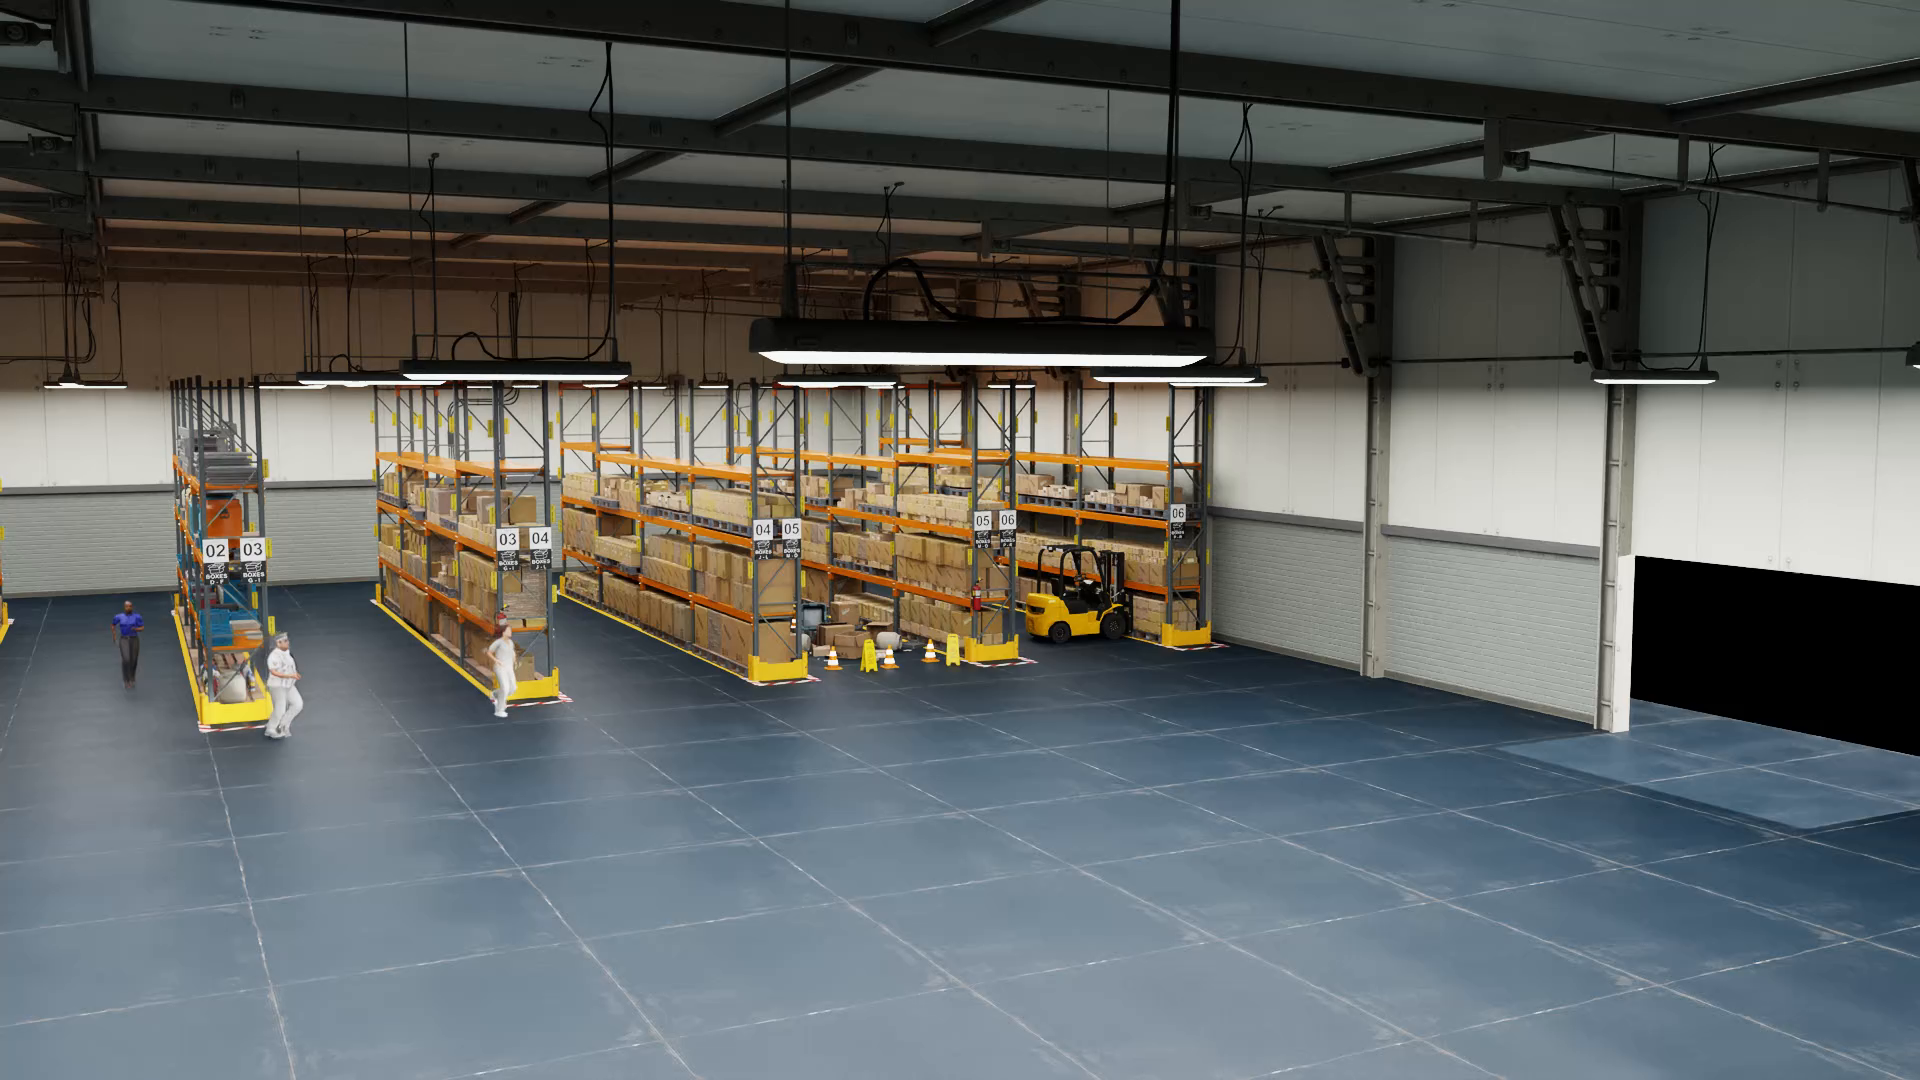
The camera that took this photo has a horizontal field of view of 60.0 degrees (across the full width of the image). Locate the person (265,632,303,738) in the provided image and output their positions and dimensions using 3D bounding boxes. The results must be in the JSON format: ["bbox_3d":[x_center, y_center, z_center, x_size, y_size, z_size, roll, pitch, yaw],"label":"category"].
[{"bbox_3d":[-11.156,2.416,27.493,0.692,1.802,0.688,1,5,8],"label":"person"}]

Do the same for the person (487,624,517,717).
[{"bbox_3d":[-8.167,2.310,29.688,0.624,1.593,0.579,3,6,31],"label":"person"}]

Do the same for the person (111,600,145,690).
[{"bbox_3d":[-16.134,2.031,32.290,0.545,1.720,0.752,-4,6,-36],"label":"person"}]
